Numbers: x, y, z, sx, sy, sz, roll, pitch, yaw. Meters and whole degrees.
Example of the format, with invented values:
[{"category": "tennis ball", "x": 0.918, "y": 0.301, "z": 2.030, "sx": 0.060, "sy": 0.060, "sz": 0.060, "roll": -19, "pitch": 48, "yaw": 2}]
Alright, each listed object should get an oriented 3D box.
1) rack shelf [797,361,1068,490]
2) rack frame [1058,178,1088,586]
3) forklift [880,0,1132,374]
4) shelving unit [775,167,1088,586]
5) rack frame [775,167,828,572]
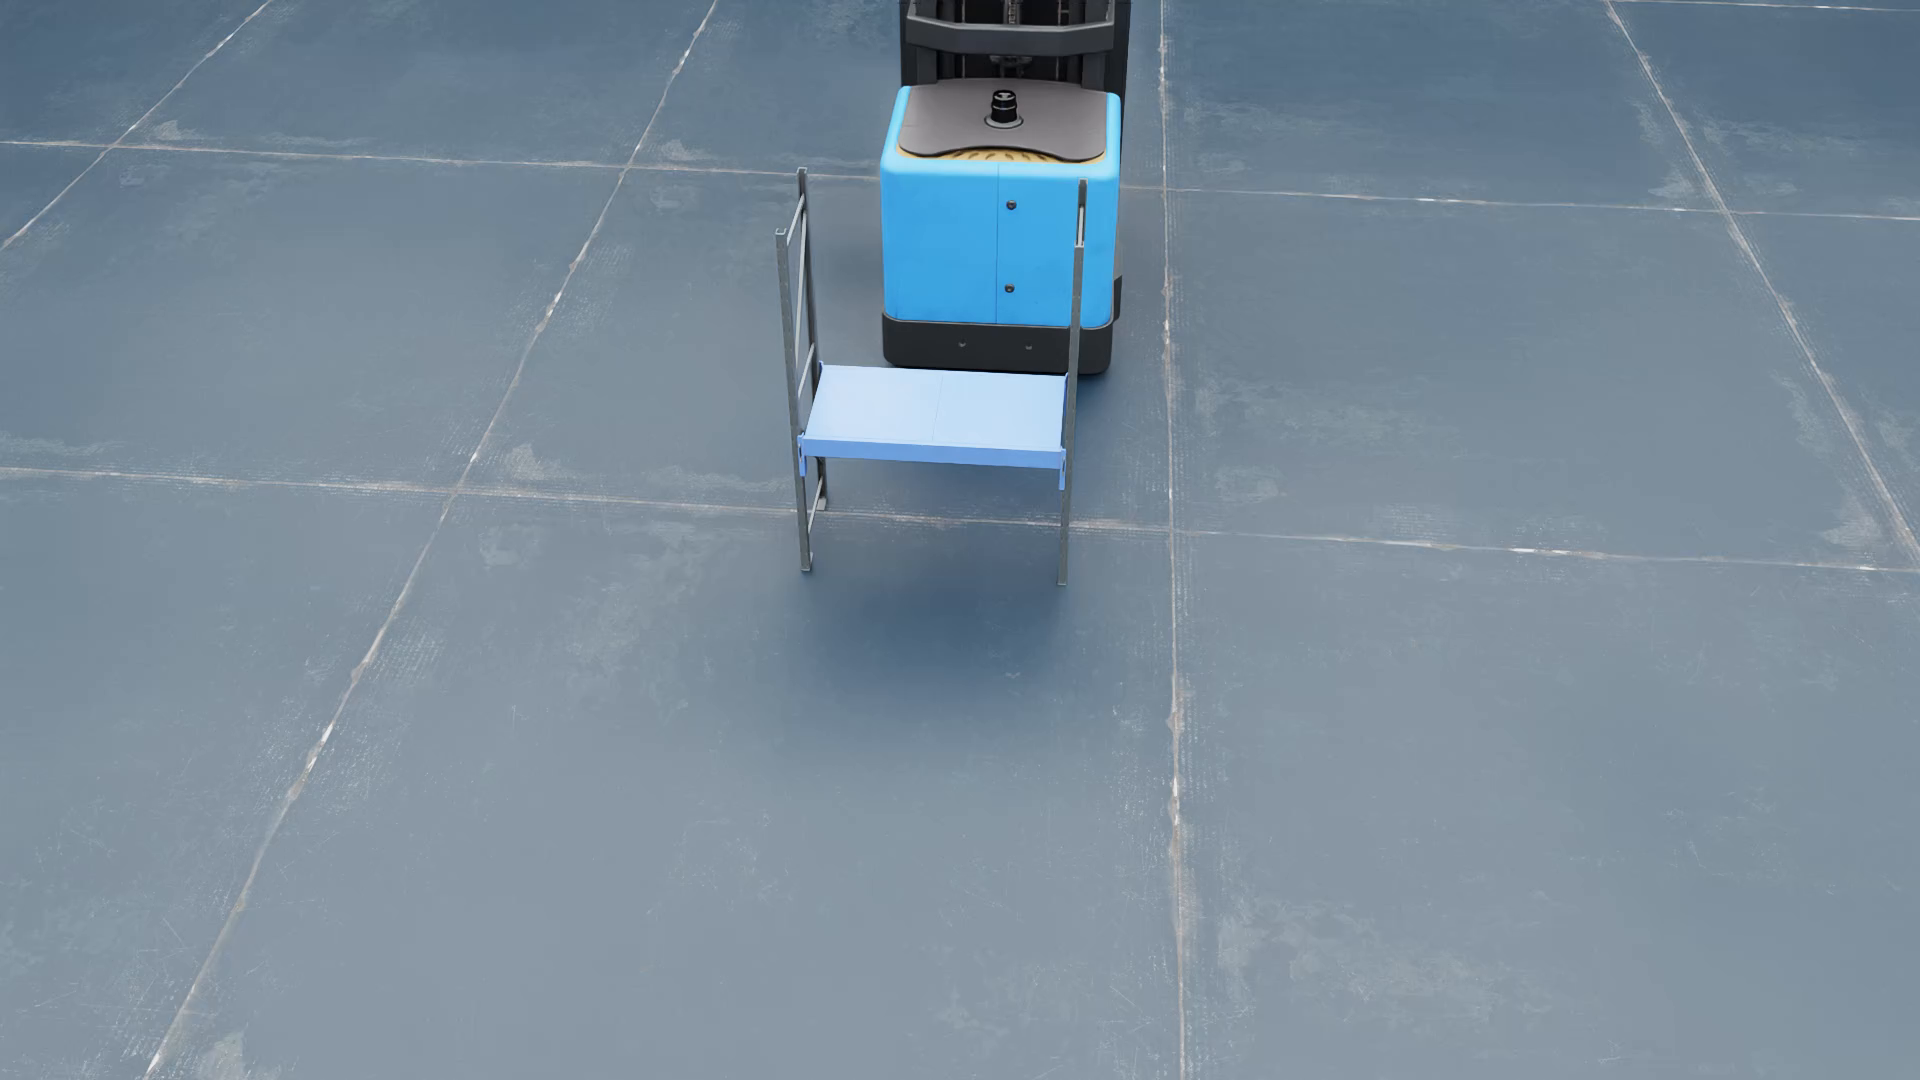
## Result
[{"category": "rack shelf", "x": -0.085, "y": -0.447, "z": 6.396, "sx": 1.000, "sy": 0.185, "sz": 0.538, "roll": 3, "pitch": 39, "yaw": 4}, {"category": "rack frame", "x": 0.421, "y": -0.559, "z": 6.248, "sx": 0.032, "sy": 1.500, "sz": 0.500, "roll": 3, "pitch": 39, "yaw": 4}, {"category": "forklift", "x": 0.278, "y": -2.809, "z": 7.879, "sx": 1.130, "sy": 2.935, "sz": 3.031, "roll": 3, "pitch": 39, "yaw": 3}, {"category": "shelving unit", "x": -0.085, "y": -0.586, "z": 6.282, "sx": 1.048, "sy": 1.500, "sz": 0.538, "roll": 3, "pitch": 39, "yaw": 4}, {"category": "rack frame", "x": -0.591, "y": -0.614, "z": 6.316, "sx": 0.032, "sy": 1.500, "sz": 0.500, "roll": 3, "pitch": 39, "yaw": 4}]
